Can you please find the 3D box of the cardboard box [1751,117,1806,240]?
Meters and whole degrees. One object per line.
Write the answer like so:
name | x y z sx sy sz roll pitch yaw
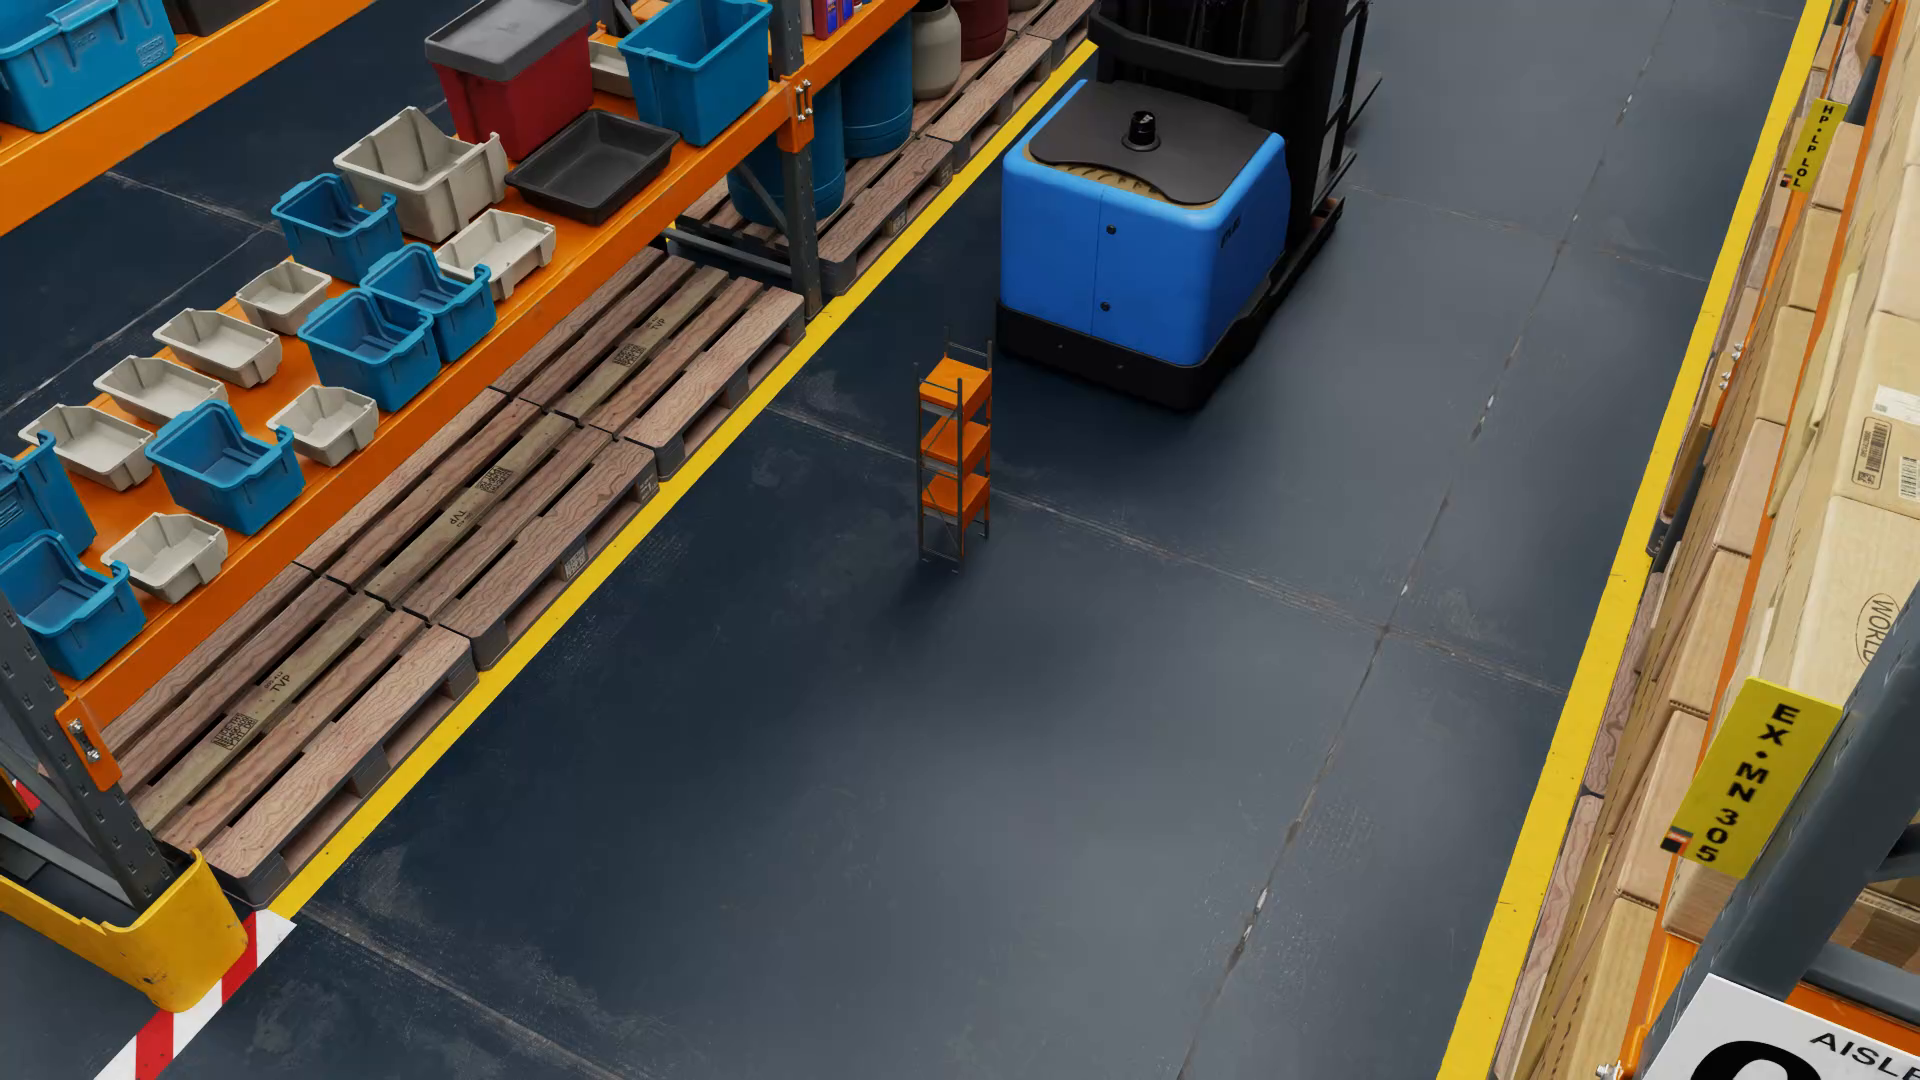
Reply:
cardboard box | 4.160 -1.637 7.987 0.500 0.500 0.500 20 49 19

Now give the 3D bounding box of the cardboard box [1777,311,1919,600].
cardboard box | 1.631 -0.060 2.625 0.500 0.250 0.500 20 49 19

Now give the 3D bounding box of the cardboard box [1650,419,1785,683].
cardboard box | 2.058 0.113 4.036 0.500 0.500 0.500 22 49 20

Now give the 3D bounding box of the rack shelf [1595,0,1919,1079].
rack shelf | 2.315 -0.221 3.536 1.077 0.370 4.000 20 49 19

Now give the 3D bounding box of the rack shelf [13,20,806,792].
rack shelf | -2.071 -0.804 6.221 1.077 0.370 4.000 20 49 19

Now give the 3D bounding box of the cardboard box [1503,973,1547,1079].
cardboard box | 1.888 1.640 4.924 0.500 0.250 0.500 20 49 19

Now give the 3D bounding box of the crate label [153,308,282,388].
crate label | -2.526 -0.660 5.717 0.396 0.136 0.243 20 49 19

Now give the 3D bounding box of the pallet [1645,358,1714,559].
pallet | 3.587 -0.224 7.103 1.003 0.211 1.213 20 49 19

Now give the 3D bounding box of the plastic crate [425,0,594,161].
plastic crate | -1.779 -1.881 6.693 0.402 0.464 0.583 20 49 19

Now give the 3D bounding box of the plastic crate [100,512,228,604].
plastic crate | -2.371 0.053 5.012 0.250 0.136 0.298 20 49 19

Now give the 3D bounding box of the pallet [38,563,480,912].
pallet | -2.582 0.676 6.213 1.003 0.211 1.213 20 49 19

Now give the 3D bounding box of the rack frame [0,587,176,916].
rack frame | -2.999 0.203 4.720 1.000 3.000 0.127 20 49 19

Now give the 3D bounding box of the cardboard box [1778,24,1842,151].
cardboard box | 4.635 -2.283 8.625 0.500 0.500 0.500 22 49 21

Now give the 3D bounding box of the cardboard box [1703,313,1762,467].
cardboard box | 2.765 -0.483 5.328 0.500 0.500 0.500 22 49 20

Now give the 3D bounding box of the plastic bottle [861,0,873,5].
plastic bottle | -0.450 -2.586 7.567 0.097 0.271 0.097 0 45 0

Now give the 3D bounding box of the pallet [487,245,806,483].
pallet | -1.450 -0.861 7.732 1.003 0.211 1.213 20 49 19

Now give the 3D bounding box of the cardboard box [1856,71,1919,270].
cardboard box | 2.092 -0.690 3.248 0.500 0.250 0.500 20 49 19

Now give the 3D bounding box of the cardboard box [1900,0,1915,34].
cardboard box | 2.798 -1.456 4.357 0.500 0.250 0.500 20 49 19

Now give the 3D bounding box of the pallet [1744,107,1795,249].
pallet | 4.720 -1.761 8.622 1.003 0.211 1.213 20 49 19

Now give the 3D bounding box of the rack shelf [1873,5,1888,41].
rack shelf | 4.171 -2.741 6.026 1.077 0.370 4.000 20 49 19

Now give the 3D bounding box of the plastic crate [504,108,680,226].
plastic crate | -1.424 -1.447 6.503 0.437 0.125 0.590 20 49 19

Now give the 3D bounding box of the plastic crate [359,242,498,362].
plastic crate | -1.843 -0.825 5.811 0.416 0.233 0.300 20 49 19

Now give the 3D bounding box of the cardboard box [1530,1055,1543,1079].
cardboard box | 1.353 1.434 3.434 0.500 0.500 0.500 22 49 20

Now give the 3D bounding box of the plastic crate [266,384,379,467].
plastic crate | -2.056 -0.374 5.434 0.250 0.136 0.298 20 49 19

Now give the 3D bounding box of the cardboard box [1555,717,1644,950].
cardboard box | 1.827 0.793 4.067 0.500 0.500 0.500 21 49 19

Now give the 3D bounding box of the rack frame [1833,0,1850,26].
rack frame | 5.100 -3.199 8.083 1.000 3.000 0.127 20 49 19

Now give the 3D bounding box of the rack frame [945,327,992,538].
rack frame | 0.032 -0.412 6.699 0.200 1.050 0.008 20 49 19

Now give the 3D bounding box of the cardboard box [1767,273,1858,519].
cardboard box | 1.853 -0.202 3.117 0.500 0.250 0.500 20 49 19

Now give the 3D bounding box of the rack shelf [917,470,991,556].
rack shelf | -0.025 -0.133 6.828 0.215 0.259 0.240 20 49 19

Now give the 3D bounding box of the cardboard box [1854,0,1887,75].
cardboard box | 4.008 -1.995 6.527 0.700 0.500 0.500 9 46 9

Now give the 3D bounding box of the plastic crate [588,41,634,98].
plastic crate | -1.485 -1.999 7.040 0.396 0.136 0.243 20 49 19

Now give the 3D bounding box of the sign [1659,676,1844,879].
sign | 0.904 0.279 1.913 0.100 0.325 0.005 20 49 19

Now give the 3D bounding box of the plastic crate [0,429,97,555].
plastic crate | -3.009 -0.103 4.956 0.616 0.435 0.499 20 49 19

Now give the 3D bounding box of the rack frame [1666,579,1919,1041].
rack frame | 1.386 -0.268 0.968 1.000 3.000 0.127 20 49 19

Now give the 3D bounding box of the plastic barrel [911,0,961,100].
plastic barrel | -0.205 -2.699 9.043 0.421 0.512 0.421 0 45 0

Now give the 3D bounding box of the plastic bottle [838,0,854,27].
plastic bottle | -0.533 -2.450 7.424 0.061 0.283 0.133 20 49 19

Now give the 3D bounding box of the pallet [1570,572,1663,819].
pallet | 2.923 0.734 6.157 1.003 0.211 1.213 20 49 19

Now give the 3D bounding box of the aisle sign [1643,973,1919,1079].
aisle sign | 1.083 0.869 2.234 0.394 0.787 0.004 20 49 19

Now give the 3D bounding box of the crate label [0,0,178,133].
crate label | -2.285 -1.274 4.175 0.408 0.251 0.502 20 49 19

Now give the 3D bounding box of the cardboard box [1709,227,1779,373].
cardboard box | 3.688 -0.985 7.343 0.500 0.500 0.500 21 49 20

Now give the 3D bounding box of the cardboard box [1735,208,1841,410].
cardboard box | 2.536 -0.537 4.678 0.500 0.500 0.500 19 48 18

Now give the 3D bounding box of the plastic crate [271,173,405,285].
plastic crate | -2.273 -1.138 6.121 0.416 0.233 0.300 20 49 19

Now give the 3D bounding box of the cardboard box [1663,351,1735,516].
cardboard box | 3.218 -0.361 6.725 0.500 0.500 0.500 20 49 19

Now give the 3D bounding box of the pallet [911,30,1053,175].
pallet | -0.182 -2.580 9.432 1.003 0.211 1.213 20 49 19

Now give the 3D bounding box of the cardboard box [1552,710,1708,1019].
cardboard box | 1.583 0.764 3.392 0.500 0.500 0.500 22 49 20

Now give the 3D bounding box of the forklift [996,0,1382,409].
forklift | 1.328 -2.666 7.604 1.130 2.935 3.031 22 49 20

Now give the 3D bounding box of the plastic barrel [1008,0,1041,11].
plastic barrel | 0.319 -3.411 9.746 0.421 0.512 0.421 0 45 0

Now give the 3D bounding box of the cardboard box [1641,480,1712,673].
cardboard box | 2.296 0.155 4.698 0.500 0.500 0.500 20 49 19

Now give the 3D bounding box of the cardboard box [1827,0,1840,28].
cardboard box | 5.364 -3.118 9.640 0.500 0.250 0.500 20 49 19

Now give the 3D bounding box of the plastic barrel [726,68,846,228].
plastic barrel | -0.875 -2.064 8.141 0.600 0.901 0.708 20 49 19

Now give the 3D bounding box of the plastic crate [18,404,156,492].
plastic crate | -2.781 -0.299 5.360 0.396 0.136 0.243 20 49 19

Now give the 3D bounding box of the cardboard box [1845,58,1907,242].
cardboard box | 2.329 -0.828 3.736 0.500 0.250 0.500 20 49 19

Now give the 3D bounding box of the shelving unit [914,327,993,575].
shelving unit | -0.025 -0.335 6.623 0.215 1.050 0.252 20 49 19

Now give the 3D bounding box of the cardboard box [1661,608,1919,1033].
cardboard box | 1.391 0.428 2.494 0.500 0.250 0.500 20 49 19
